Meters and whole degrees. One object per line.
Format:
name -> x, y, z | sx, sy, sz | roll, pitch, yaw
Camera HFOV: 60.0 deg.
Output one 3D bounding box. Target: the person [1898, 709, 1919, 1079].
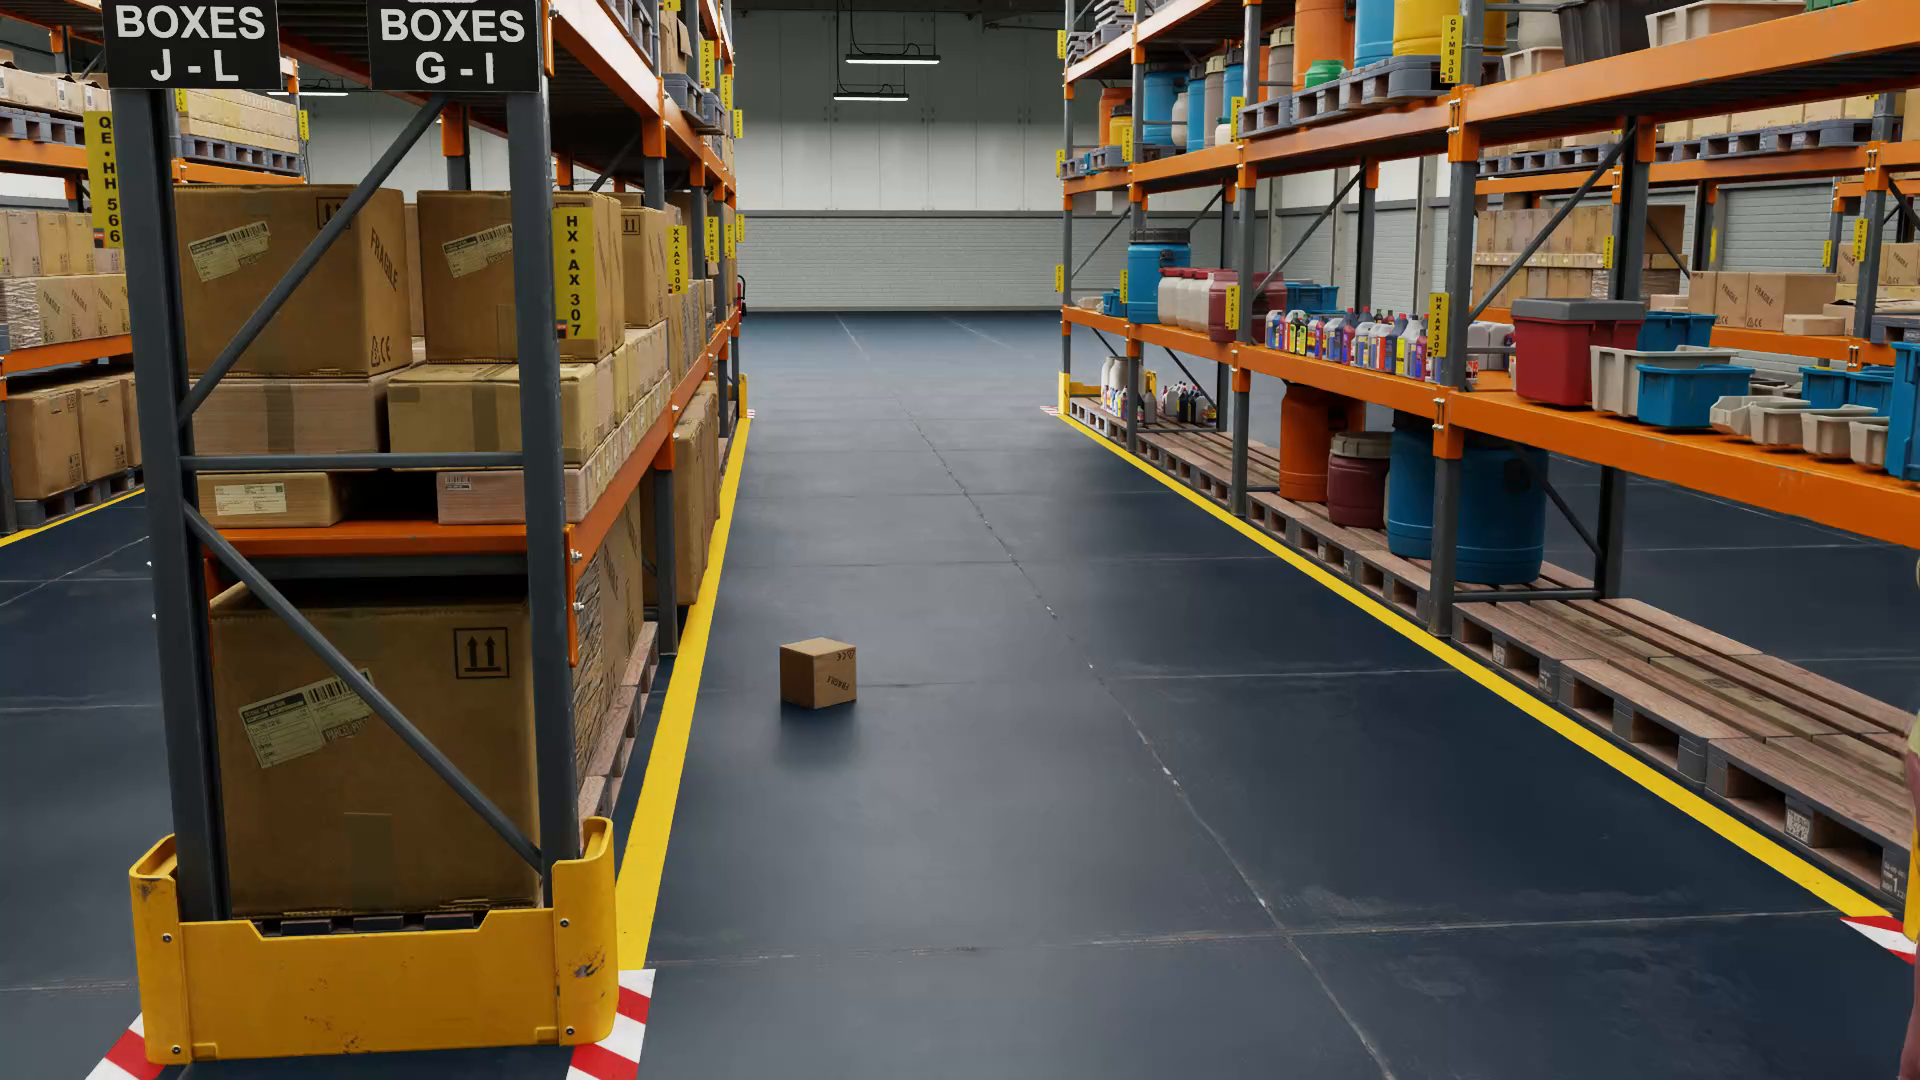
person -> 2.348, 0.565, 3.767 | 0.460, 1.734, 0.408 | -6, 12, -31
